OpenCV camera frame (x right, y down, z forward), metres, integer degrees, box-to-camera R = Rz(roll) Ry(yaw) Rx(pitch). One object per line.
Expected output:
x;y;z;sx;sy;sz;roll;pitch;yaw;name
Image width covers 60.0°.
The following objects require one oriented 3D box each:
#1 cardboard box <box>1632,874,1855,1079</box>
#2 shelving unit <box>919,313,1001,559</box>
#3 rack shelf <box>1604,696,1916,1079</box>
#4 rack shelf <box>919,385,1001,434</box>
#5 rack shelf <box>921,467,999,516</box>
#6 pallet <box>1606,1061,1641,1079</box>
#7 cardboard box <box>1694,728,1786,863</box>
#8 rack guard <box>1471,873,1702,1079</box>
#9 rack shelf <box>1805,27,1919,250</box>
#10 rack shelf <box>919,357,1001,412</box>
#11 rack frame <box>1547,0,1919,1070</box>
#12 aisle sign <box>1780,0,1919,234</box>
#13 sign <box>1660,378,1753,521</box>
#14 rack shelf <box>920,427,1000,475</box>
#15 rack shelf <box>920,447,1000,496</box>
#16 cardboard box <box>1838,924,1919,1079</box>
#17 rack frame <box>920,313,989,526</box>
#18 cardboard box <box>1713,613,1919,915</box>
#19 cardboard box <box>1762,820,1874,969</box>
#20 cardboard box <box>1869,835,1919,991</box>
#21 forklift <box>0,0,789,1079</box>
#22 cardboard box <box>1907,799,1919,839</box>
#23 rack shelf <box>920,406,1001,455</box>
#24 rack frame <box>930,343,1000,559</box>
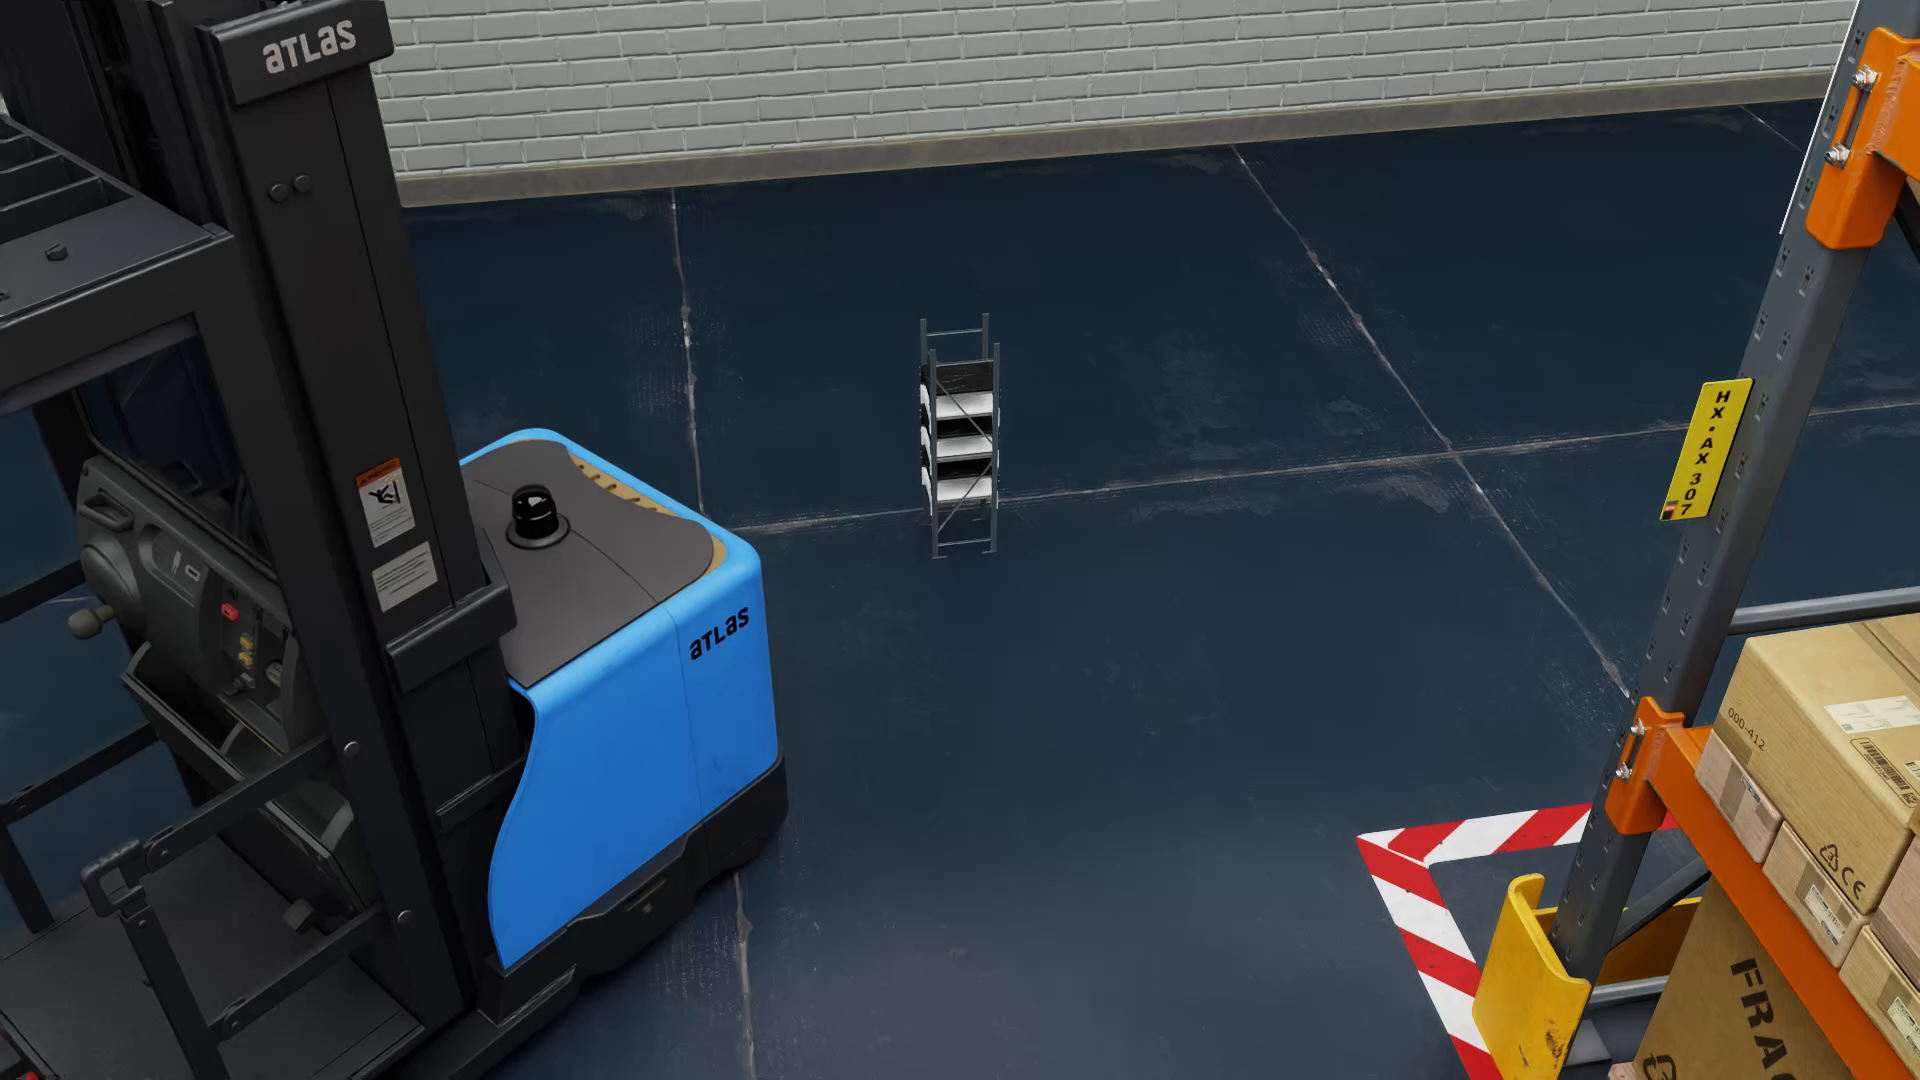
2.198;1.195;3.656;0.875;0.875;0.875;-6;38;-8;cardboard box
-0.001;-0.360;5.980;0.258;0.900;0.210;-6;38;-8;shelving unit
2.358;1.636;2.286;1.077;0.370;4.000;-6;38;-8;rack shelf
-0.001;-0.476;5.890;0.258;0.077;0.200;-6;38;-8;rack shelf
-0.001;-0.192;6.111;0.258;0.077;0.200;-6;38;-8;rack shelf
2.224;1.720;3.865;1.003;0.211;1.213;-6;38;-8;pallet
1.744;0.493;3.375;0.380;0.149;0.250;-6;38;-7;cardboard box
2.003;1.117;4.405;1.175;0.500;0.348;-6;38;-8;rack guard
2.358;0.451;1.365;1.077;0.370;4.000;-6;38;-8;rack shelf
-0.001;-0.547;5.835;0.258;0.077;0.200;-6;38;-8;rack shelf
2.007;0.144;3.620;1.000;3.000;0.127;-6;38;-8;rack frame
1.699;-0.894;2.837;0.394;0.787;0.004;-6;38;-8;aisle sign
1.459;-0.173;3.258;0.100;0.325;0.005;-6;38;-8;sign
-0.001;-0.334;6.001;0.258;0.077;0.200;-6;38;-8;rack shelf
-0.001;-0.263;6.056;0.258;0.077;0.200;-6;38;-8;rack shelf
1.836;0.802;2.977;0.380;0.149;0.250;-7;38;-9;cardboard box
-0.019;-0.422;6.059;0.240;0.900;0.006;-6;38;-8;rack frame
1.825;0.405;3.164;0.500;0.250;0.500;-7;38;-9;cardboard box
1.791;0.648;3.176;0.380;0.149;0.250;-7;38;-9;cardboard box
1.923;0.718;2.761;0.500;0.250;0.500;-7;38;-9;cardboard box
-1.863;0.211;3.590;1.130;2.935;3.031;28;46;31;forklift
1.913;0.410;2.545;0.500;0.500;0.500;-7;38;-9;cardboard box
-0.001;-0.405;5.945;0.258;0.077;0.200;-6;38;-8;rack shelf
0.016;-0.299;5.901;0.240;0.900;0.006;-6;38;-8;rack frame
